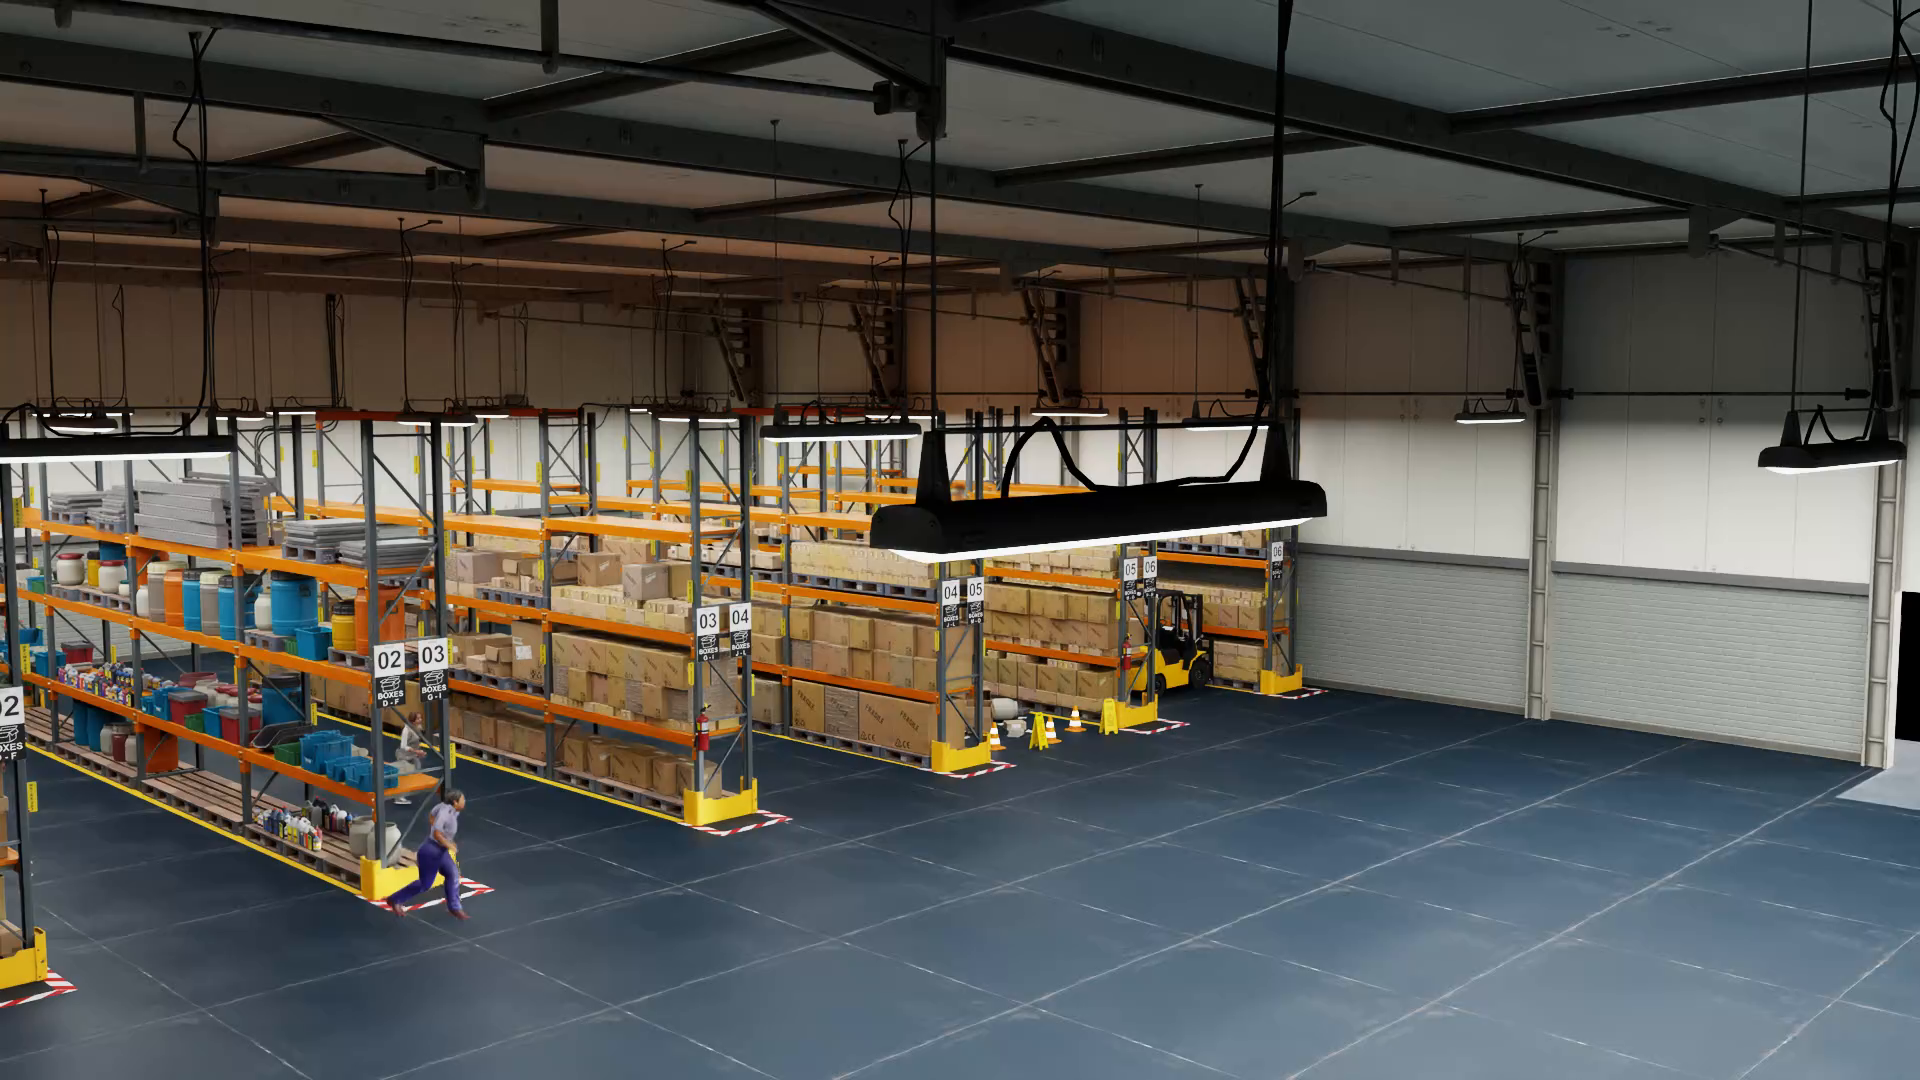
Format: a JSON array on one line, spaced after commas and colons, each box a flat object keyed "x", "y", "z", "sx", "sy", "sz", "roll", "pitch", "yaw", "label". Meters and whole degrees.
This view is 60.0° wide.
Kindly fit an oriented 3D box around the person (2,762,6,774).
[{"x": -14.332, "y": 3.375, "z": 24.434, "sx": 0.902, "sy": 1.589, "sz": 0.668, "roll": 2, "pitch": 5, "yaw": 20, "label": "person"}]

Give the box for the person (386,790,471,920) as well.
[{"x": -6.387, "y": 3.805, "z": 19.933, "sx": 0.972, "sy": 1.614, "sz": 0.633, "roll": -1, "pitch": 5, "yaw": -16, "label": "person"}]

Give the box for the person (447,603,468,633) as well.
[{"x": -12.075, "y": 1.938, "z": 40.142, "sx": 0.574, "sy": 1.618, "sz": 0.991, "roll": 3, "pitch": 6, "yaw": 27, "label": "person"}]

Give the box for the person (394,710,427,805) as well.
[{"x": -8.465, "y": 3.332, "z": 25.533, "sx": 0.707, "sy": 1.492, "sz": 0.524, "roll": 2, "pitch": 5, "yaw": 17, "label": "person"}]

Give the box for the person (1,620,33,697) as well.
[{"x": -18.925, "y": 2.477, "z": 33.374, "sx": 0.643, "sy": 1.844, "sz": 0.804, "roll": 4, "pitch": 7, "yaw": 40, "label": "person"}]
